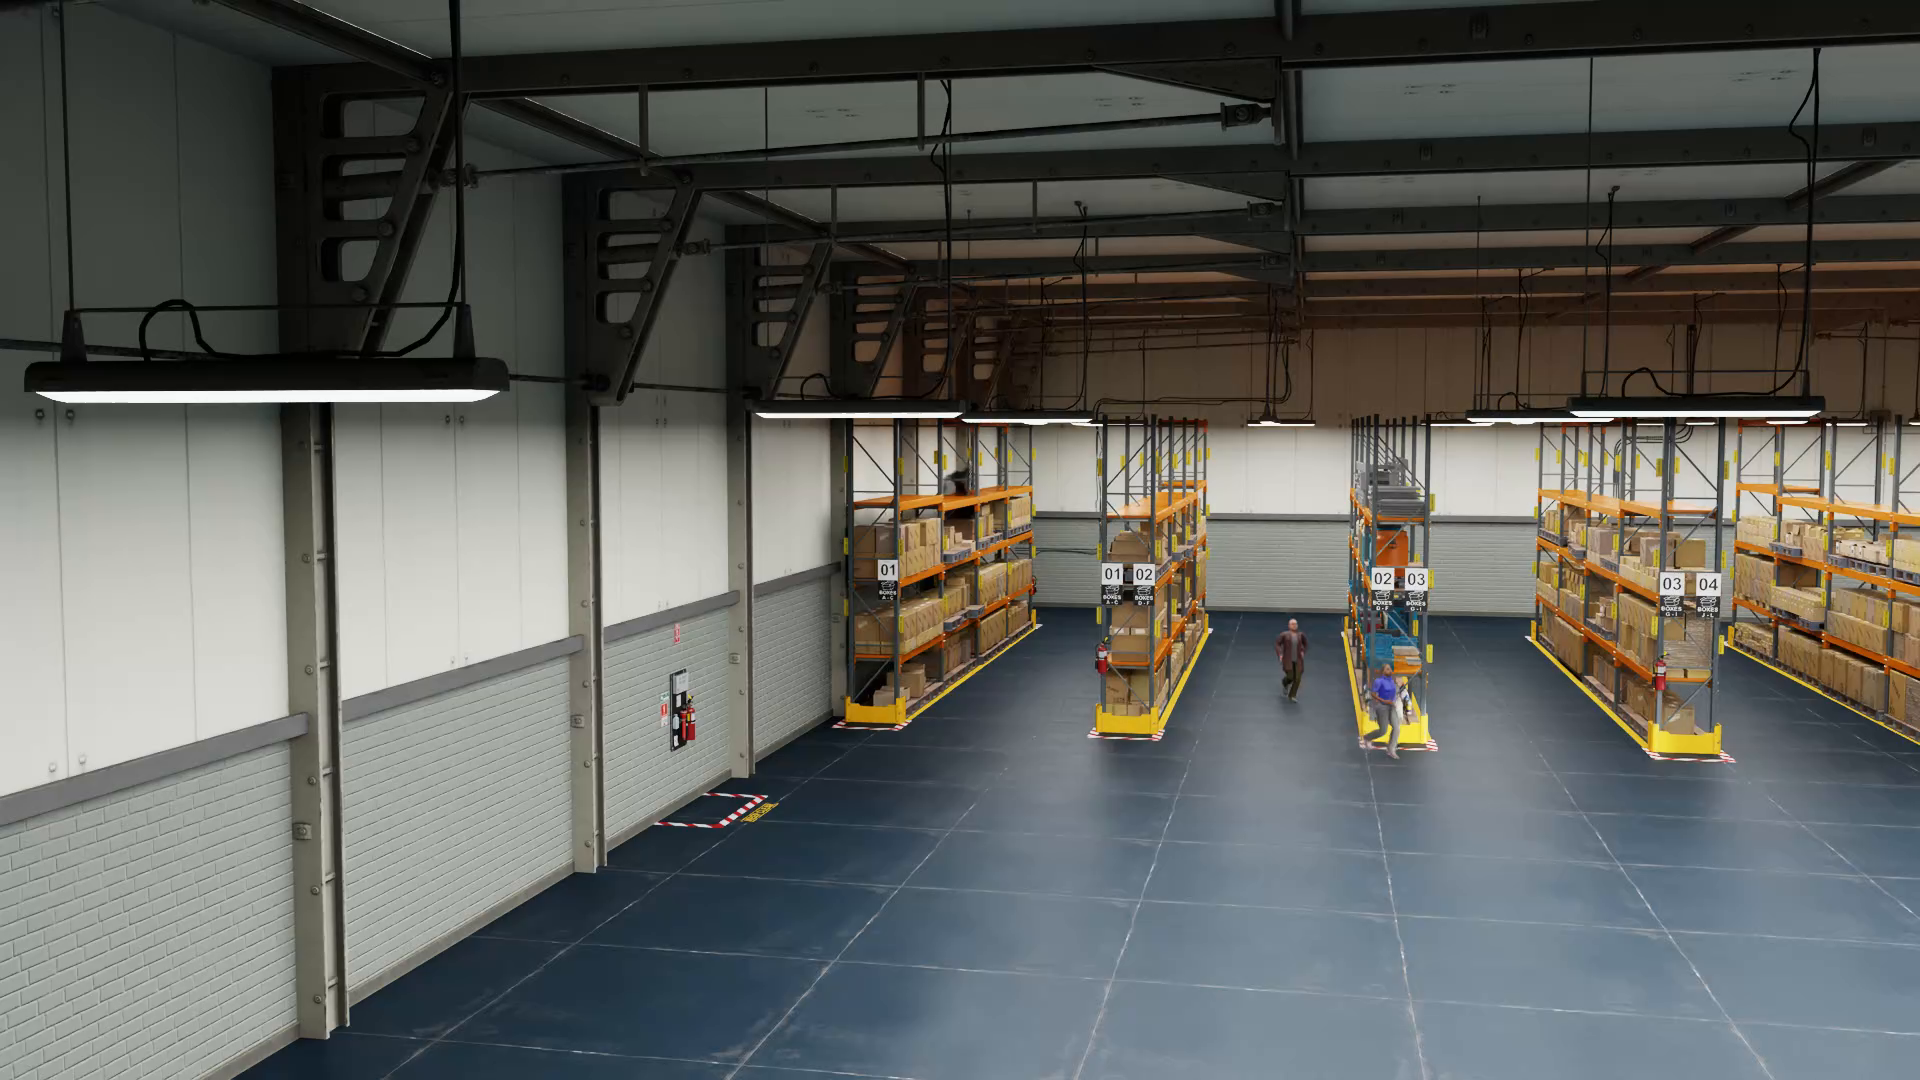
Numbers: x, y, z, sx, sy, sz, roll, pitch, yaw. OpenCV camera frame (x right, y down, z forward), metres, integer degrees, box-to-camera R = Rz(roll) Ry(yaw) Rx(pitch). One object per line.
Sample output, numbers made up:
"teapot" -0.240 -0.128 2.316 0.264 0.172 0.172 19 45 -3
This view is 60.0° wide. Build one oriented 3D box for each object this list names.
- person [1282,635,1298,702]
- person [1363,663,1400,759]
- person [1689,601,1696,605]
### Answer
"person" 7.000 2.661 35.011 0.628 1.473 0.562 0 4 -3
"person" 7.416 2.986 29.142 0.584 1.669 0.720 -3 5 -36
"person" 18.734 2.125 42.203 0.706 1.698 1.004 1 4 11
